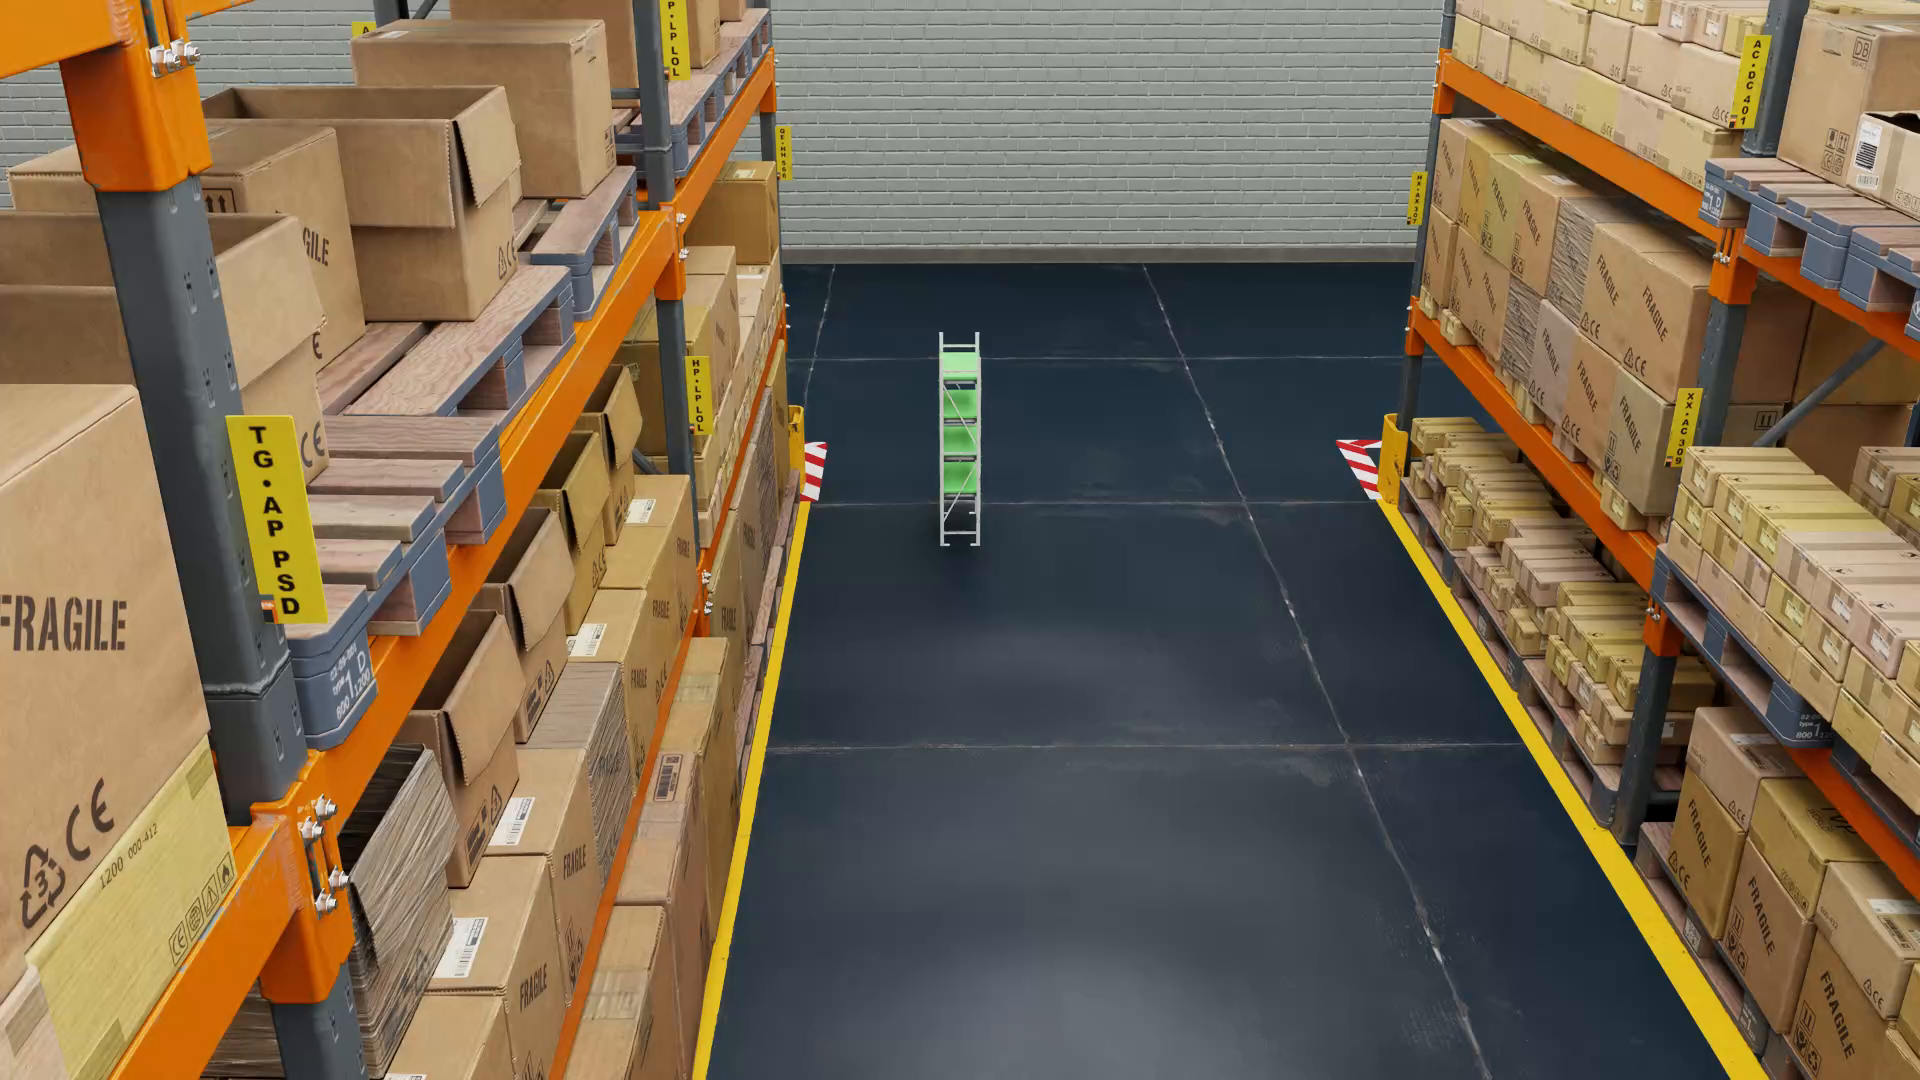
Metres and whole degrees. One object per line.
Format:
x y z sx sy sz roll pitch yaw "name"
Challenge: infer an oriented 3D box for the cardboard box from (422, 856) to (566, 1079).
-1.270 1.119 4.015 0.500 0.500 0.500 -1 24 -2 "cardboard box"

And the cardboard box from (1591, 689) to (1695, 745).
3.067 0.793 7.445 0.380 0.149 0.250 0 24 0 "cardboard box"

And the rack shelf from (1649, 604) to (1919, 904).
3.410 1.101 5.048 1.077 0.370 4.000 0 24 -1 "rack shelf"

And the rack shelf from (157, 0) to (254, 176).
-1.551 -1.469 3.937 1.077 0.370 4.000 0 24 -1 "rack shelf"

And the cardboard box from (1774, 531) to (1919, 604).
2.942 0.089 5.486 0.380 0.149 0.250 -1 24 -1 "cardboard box"

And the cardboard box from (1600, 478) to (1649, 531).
3.039 -0.158 7.265 0.380 0.149 0.250 -1 24 -2 "cardboard box"

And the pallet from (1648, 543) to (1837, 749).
3.251 0.352 6.064 1.003 0.211 1.213 0 24 -1 "pallet"

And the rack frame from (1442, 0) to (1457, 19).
3.344 -4.432 9.130 1.000 3.000 0.127 0 24 -1 "rack frame"

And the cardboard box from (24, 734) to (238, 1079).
-1.279 0.475 2.102 0.500 0.250 0.500 0 24 0 "cardboard box"

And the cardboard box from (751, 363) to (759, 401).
-1.267 -0.829 8.747 0.380 0.149 0.250 0 24 0 "cardboard box"

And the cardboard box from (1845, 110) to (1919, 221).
3.187 -1.204 5.232 0.500 0.311 0.500 -1 24 -1 "cardboard box"

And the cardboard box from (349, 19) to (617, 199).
-1.557 -1.435 5.511 0.700 0.500 0.500 0 24 1 "cardboard box"

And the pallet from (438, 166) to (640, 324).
-1.514 -0.972 5.351 0.805 0.209 1.217 -1 24 -3 "pallet"

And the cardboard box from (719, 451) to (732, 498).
-1.250 -0.296 7.569 0.380 0.149 0.250 1 24 1 "cardboard box"

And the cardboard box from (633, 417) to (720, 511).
-1.316 -0.332 7.165 0.500 0.250 0.500 -1 24 -2 "cardboard box"

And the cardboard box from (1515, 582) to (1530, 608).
3.121 0.252 8.642 0.380 0.149 0.250 -1 24 -3 "cardboard box"

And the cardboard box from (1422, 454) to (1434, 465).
3.093 -0.510 10.326 0.380 0.149 0.250 1 24 2 "cardboard box"

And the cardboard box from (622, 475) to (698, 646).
-1.295 0.076 6.321 0.500 0.500 0.500 0 24 0 "cardboard box"

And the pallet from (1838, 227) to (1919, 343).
3.302 -0.650 4.634 1.213 0.211 1.003 0 24 -1 "pallet"

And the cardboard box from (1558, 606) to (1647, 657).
3.071 0.433 7.881 0.380 0.149 0.250 0 24 -1 "cardboard box"

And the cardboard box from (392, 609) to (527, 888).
-1.525 0.506 4.153 0.797 0.503 0.637 0 24 1 "cardboard box"

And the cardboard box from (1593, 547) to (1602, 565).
3.646 0.023 9.149 0.380 0.149 0.250 1 24 2 "cardboard box"

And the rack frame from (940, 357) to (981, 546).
0.001 -0.514 9.931 0.240 1.200 0.015 0 24 -1 "rack frame"

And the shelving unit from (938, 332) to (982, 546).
-0.002 -0.615 10.154 0.258 1.200 0.503 0 24 -1 "shelving unit"

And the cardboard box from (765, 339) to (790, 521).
-1.530 -0.678 10.178 0.875 0.875 0.875 0 24 -1 "cardboard box"

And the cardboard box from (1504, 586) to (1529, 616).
3.096 0.363 8.758 0.380 0.149 0.250 0 24 0 "cardboard box"

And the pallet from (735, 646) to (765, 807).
-1.503 0.887 8.033 1.003 0.211 1.213 0 24 -1 "pallet"

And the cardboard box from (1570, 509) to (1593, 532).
3.569 -0.109 9.079 0.380 0.149 0.250 -1 24 -2 "cardboard box"

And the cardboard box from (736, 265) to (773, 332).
-1.341 -1.378 9.478 0.500 0.250 0.500 -1 24 -1 "cardboard box"

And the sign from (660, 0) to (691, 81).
-1.030 -1.822 5.989 0.100 0.325 0.005 0 24 -1 "sign"

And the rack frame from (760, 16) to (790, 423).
-1.617 -1.718 10.409 1.000 3.000 0.127 0 24 -1 "rack frame"

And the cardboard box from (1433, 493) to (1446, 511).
3.115 -0.266 10.149 0.380 0.149 0.250 0 24 -1 "cardboard box"

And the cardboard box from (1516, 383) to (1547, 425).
3.062 -0.697 8.455 0.380 0.149 0.250 0 24 0 "cardboard box"

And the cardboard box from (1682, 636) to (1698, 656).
3.595 0.425 7.898 0.380 0.149 0.250 -1 24 -1 "cardboard box"

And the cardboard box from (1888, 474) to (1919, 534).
3.591 -0.123 5.956 0.380 0.149 0.250 -1 24 -2 "cardboard box"

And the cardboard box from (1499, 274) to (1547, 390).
3.109 -1.061 8.474 0.500 0.500 0.500 -1 24 -2 "cardboard box"

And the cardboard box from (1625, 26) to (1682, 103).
3.134 -1.980 6.924 0.500 0.250 0.500 -1 24 -3 "cardboard box"

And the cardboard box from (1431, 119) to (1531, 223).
3.084 -2.149 9.667 0.500 0.500 0.500 0 24 -1 "cardboard box"

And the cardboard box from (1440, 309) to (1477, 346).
3.014 -1.234 9.643 0.380 0.149 0.250 -1 24 -2 "cardboard box"

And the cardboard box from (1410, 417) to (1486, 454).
3.010 -0.645 10.264 0.380 0.149 0.250 -1 24 -3 "cardboard box"

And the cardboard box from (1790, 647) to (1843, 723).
2.945 0.462 5.383 0.380 0.149 0.250 -1 24 -3 "cardboard box"

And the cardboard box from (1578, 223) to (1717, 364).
3.101 -1.093 7.331 0.500 0.500 0.500 -1 24 -2 "cardboard box"

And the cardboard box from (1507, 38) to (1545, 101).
3.113 -2.382 8.418 0.500 0.250 0.500 -1 24 -2 "cardboard box"

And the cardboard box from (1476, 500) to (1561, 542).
3.044 -0.103 9.065 0.380 0.149 0.250 0 24 0 "cardboard box"

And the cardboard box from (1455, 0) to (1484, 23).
3.089 -3.039 9.264 0.500 0.250 0.500 0 24 0 "cardboard box"

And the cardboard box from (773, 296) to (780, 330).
-1.279 -1.351 9.903 0.380 0.149 0.250 0 24 0 "cardboard box"

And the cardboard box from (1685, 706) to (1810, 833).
3.132 0.861 6.320 0.500 0.250 0.500 -1 24 -3 "cardboard box"

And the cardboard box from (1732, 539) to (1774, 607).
2.940 0.114 5.791 0.380 0.149 0.250 0 24 1 "cardboard box"

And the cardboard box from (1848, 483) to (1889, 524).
3.590 -0.100 6.265 0.380 0.149 0.250 0 24 1 "cardboard box"

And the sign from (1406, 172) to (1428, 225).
2.802 -2.091 10.182 0.100 0.325 0.005 0 24 -1 "sign"

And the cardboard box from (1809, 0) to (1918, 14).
3.598 -2.095 6.693 0.380 0.149 0.250 -1 24 -1 "cardboard box"
